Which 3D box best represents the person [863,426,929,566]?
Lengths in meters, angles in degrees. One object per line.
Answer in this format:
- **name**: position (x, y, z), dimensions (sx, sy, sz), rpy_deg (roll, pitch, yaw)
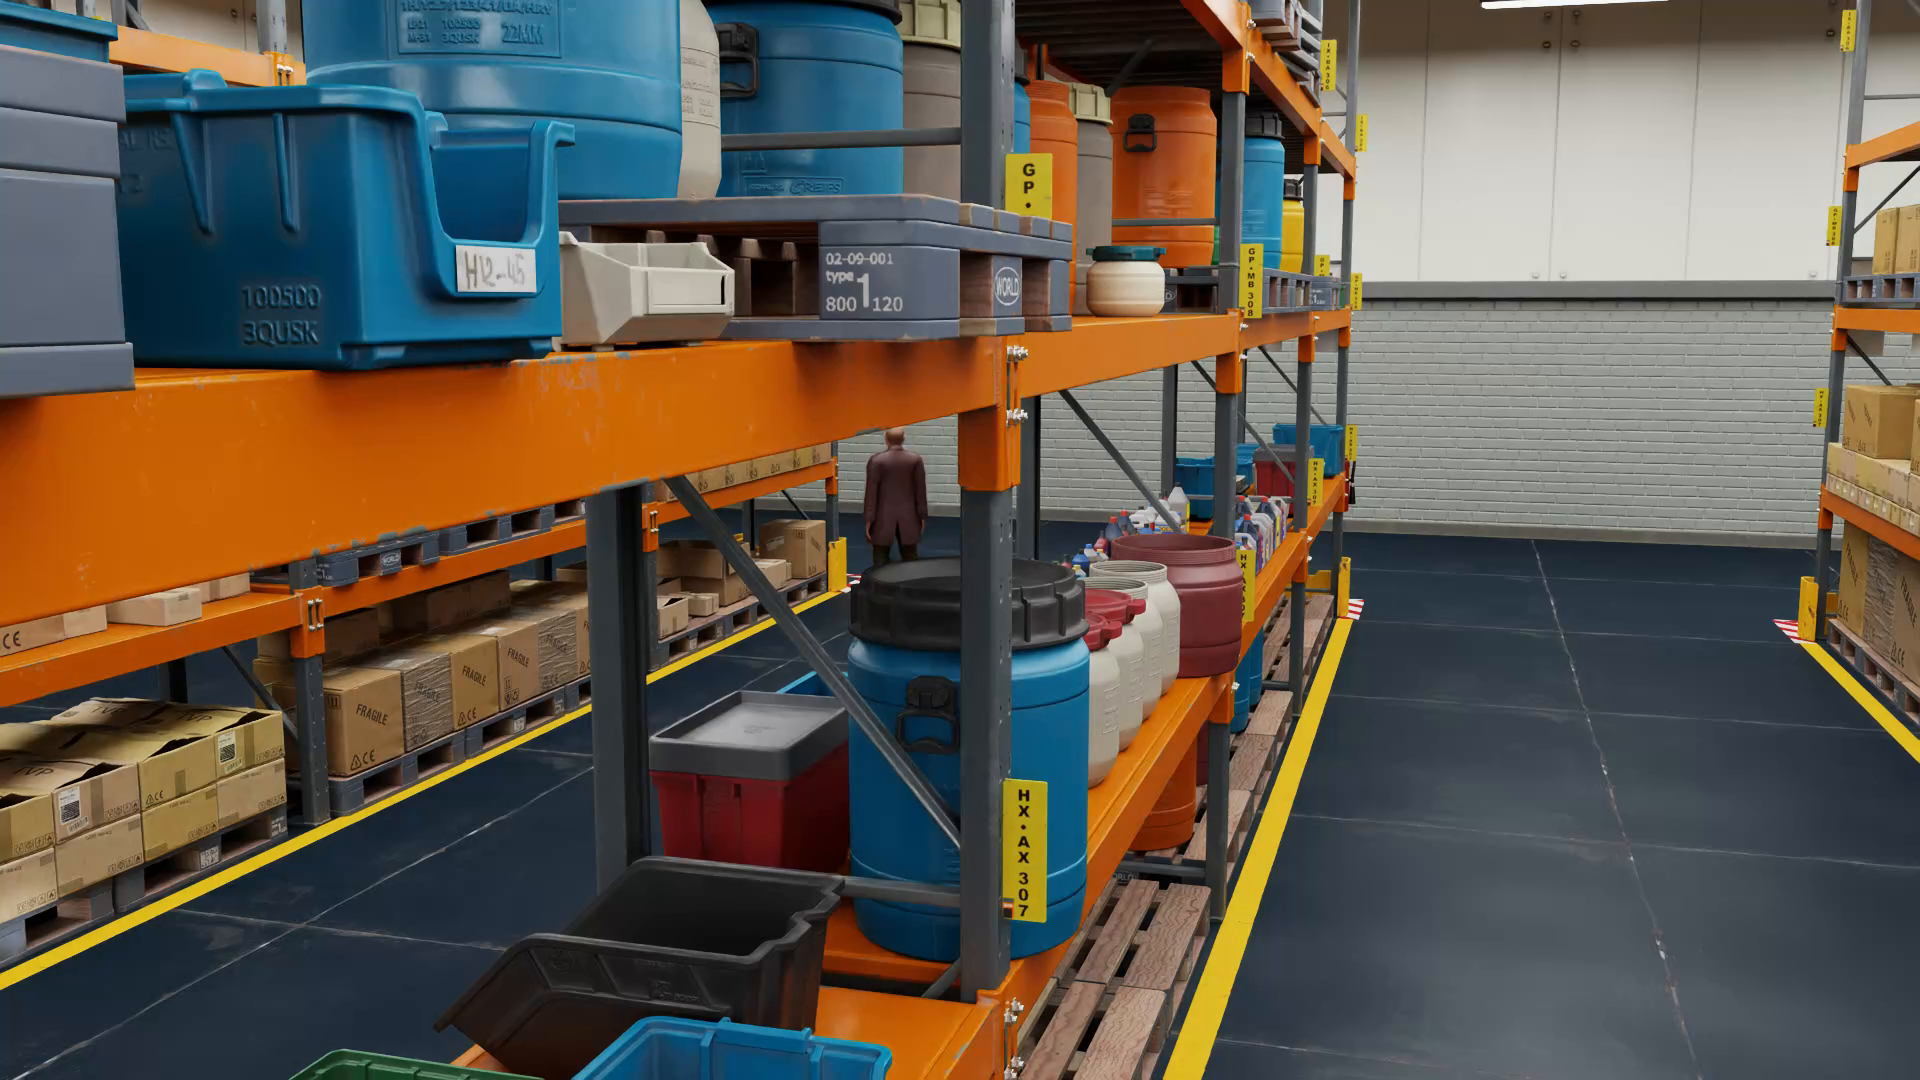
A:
- **person**: position (-0.588, -0.166, 15.114), dimensions (0.612, 1.821, 0.633), rpy_deg (-2, 8, -12)
